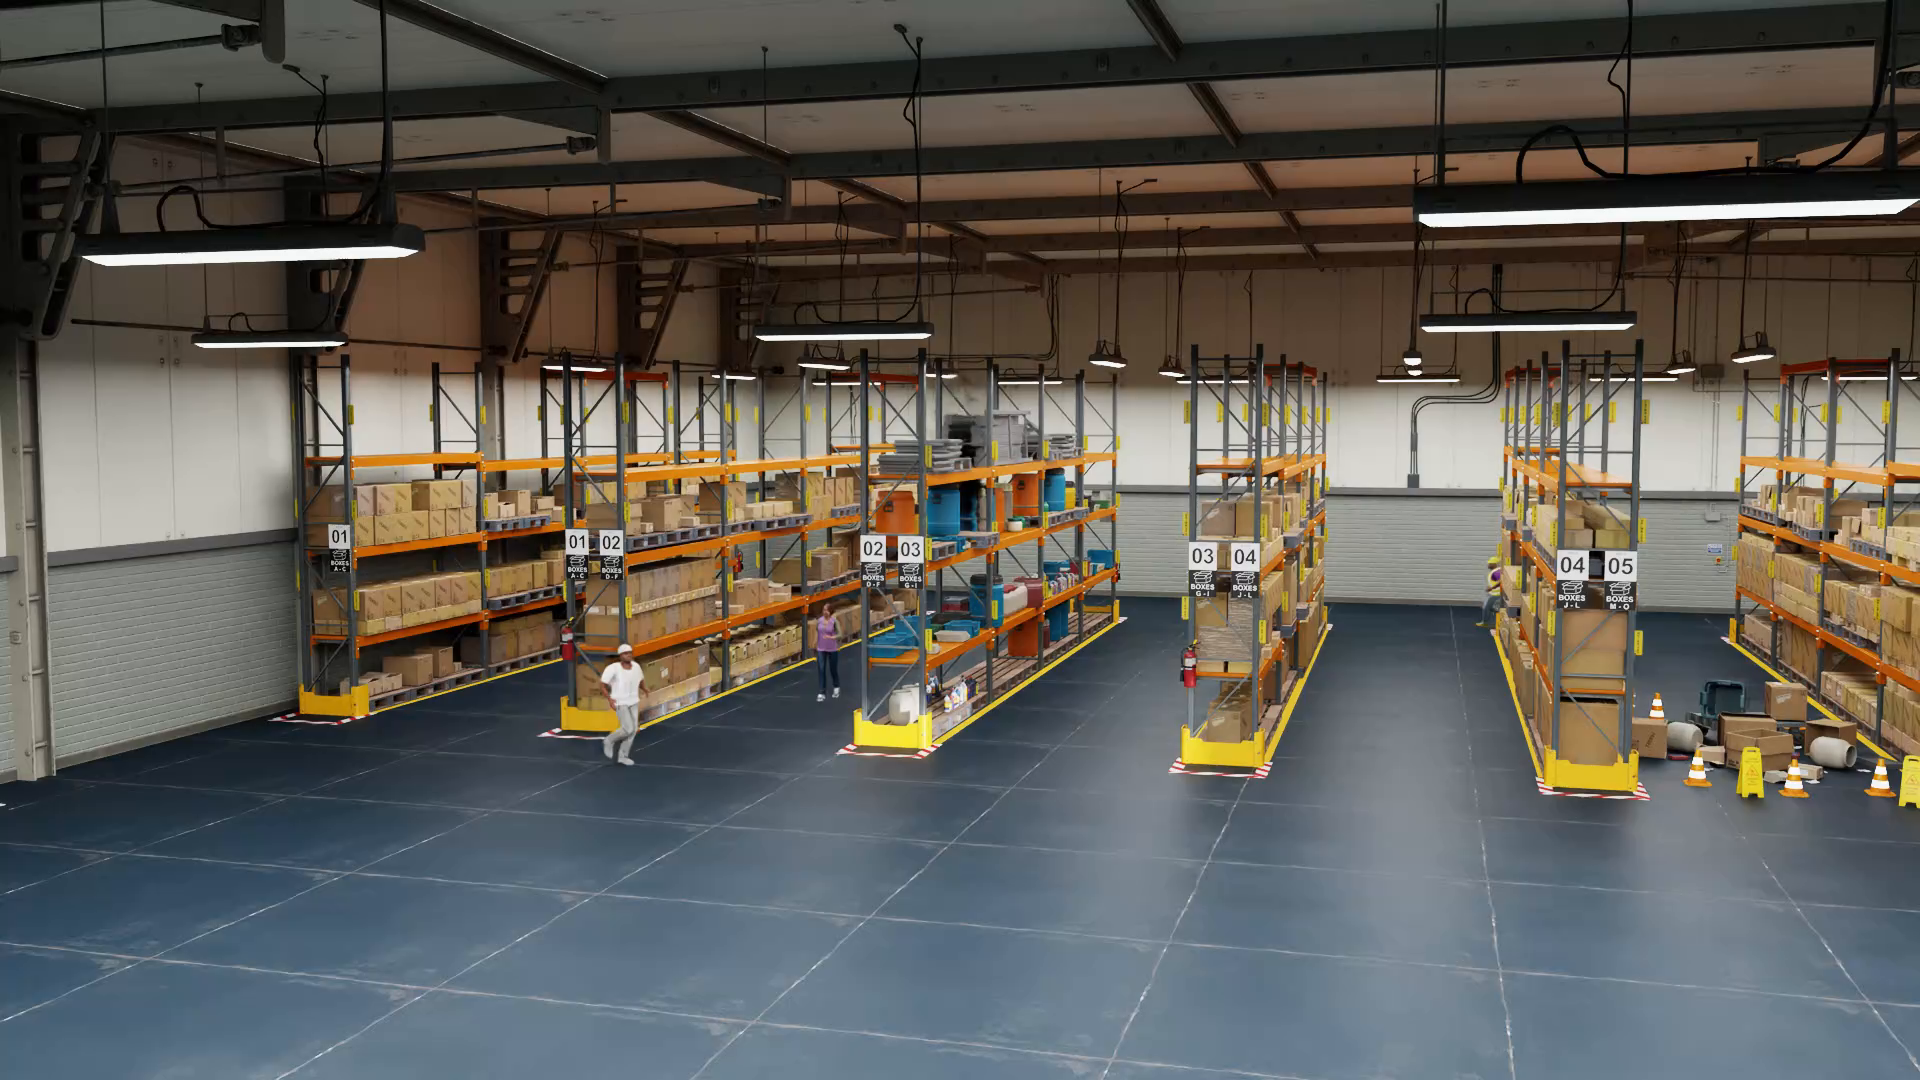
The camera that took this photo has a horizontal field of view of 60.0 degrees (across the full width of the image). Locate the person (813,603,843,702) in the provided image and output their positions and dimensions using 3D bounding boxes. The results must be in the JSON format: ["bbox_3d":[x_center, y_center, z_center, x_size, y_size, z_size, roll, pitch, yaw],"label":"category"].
[{"bbox_3d":[-2.199,1.845,27.492,0.543,1.597,0.812,1,4,12],"label":"person"}]

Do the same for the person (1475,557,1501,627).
[{"bbox_3d":[12.535,1.229,39.109,0.740,1.683,0.887,1,4,9],"label":"person"}]

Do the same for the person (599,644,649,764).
[{"bbox_3d":[-4.795,2.352,23.898,0.618,1.731,0.687,4,6,43],"label":"person"}]
